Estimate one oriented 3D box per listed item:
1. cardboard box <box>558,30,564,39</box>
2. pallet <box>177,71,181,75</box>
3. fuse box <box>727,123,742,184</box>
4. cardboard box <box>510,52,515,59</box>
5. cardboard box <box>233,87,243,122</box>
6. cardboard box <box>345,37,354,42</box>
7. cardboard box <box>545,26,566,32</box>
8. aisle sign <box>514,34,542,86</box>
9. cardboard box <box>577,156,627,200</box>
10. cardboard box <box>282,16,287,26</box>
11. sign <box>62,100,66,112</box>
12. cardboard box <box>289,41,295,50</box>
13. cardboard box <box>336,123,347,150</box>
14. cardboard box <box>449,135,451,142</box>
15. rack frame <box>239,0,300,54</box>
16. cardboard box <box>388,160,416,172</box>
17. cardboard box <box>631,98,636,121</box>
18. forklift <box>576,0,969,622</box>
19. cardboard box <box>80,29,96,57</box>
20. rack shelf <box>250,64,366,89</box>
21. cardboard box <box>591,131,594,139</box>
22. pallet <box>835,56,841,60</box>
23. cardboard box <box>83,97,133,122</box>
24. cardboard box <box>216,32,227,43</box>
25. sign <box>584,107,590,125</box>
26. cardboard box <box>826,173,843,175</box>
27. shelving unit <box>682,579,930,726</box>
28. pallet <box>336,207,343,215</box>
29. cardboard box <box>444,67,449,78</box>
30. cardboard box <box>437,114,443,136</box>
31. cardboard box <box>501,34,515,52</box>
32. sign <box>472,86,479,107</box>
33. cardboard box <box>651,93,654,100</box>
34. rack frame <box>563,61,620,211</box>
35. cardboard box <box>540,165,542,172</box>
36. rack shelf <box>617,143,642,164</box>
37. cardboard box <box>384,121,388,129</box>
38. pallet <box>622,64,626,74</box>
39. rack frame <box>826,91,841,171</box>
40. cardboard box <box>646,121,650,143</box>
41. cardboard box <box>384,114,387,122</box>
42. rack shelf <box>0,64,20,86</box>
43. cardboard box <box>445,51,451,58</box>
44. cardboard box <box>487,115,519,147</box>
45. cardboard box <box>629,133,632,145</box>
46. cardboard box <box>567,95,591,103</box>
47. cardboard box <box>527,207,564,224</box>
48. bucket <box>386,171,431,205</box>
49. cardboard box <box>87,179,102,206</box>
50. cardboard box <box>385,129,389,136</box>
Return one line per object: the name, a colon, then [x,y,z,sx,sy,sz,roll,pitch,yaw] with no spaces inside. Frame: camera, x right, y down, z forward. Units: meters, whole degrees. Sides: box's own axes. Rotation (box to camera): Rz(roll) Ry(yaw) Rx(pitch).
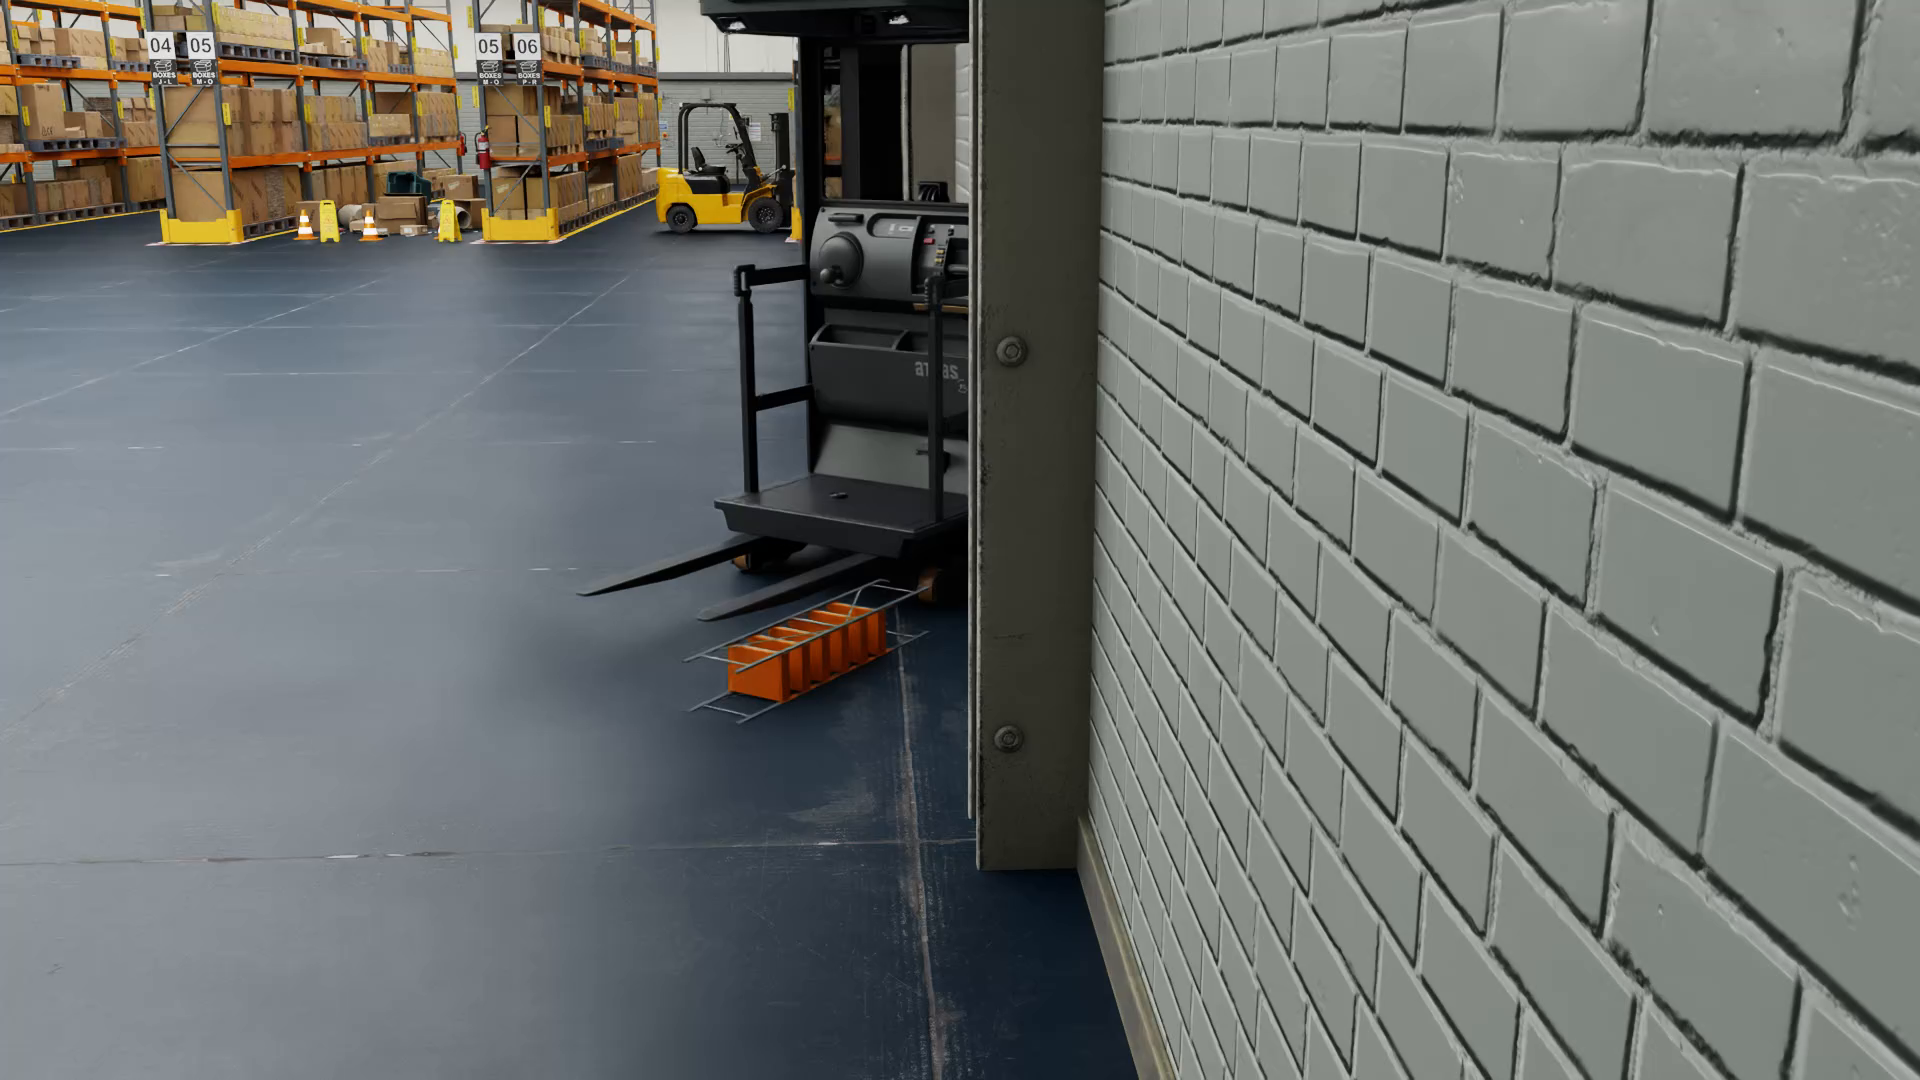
cardboard box: [-6.926,-8.561,28.164,0.380,0.149,0.250,-1,14,-3]
pallet: [-17.635,-10.273,36.297,0.805,0.209,1.217,-1,15,-6]
fuse box: [-6.365,-11.062,47.585,0.539,1.711,0.414,-1,14,-3]
cardboard box: [-7.439,-7.852,27.008,0.380,0.149,0.250,0,14,-2]
cardboard box: [-12.152,-7.031,26.864,0.875,0.550,0.550,-1,14,-3]
cardboard box: [-12.921,-10.485,34.999,0.396,0.266,0.258,-1,14,-3]
cardboard box: [-7.518,-9.271,30.475,0.500,0.250,0.500,-1,14,-2]
aisle sign: [-6.794,-7.557,26.160,0.394,0.787,0.004,-1,14,-3]
cardboard box: [-7.563,-7.646,35.143,0.875,0.875,0.875,-1,14,-4]
cardboard box: [-11.933,-9.022,28.912,0.380,0.149,0.250,-1,14,-4]
sign: [-18.047,-8.696,33.483,0.100,0.325,0.005,-1,14,-3]
cardboard box: [-11.947,-8.699,29.257,0.380,0.149,0.250,-1,14,-4]
cardboard box: [-12.145,-7.761,31.971,0.500,0.500,0.500,-1,14,-3]
cardboard box: [-12.722,-9.863,40.845,0.380,0.149,0.250,-1,14,-4]
rack frame: [-12.289,-10.107,29.249,1.000,3.000,0.127,-1,14,-3]
cardboard box: [-12.486,-8.366,37.191,0.500,0.250,0.500,-1,14,-5]
cardboard box: [-7.533,-9.590,37.071,0.500,0.500,0.500,-1,14,-2]
forklift: [-0.372,-1.275,7.101,1.130,2.935,3.031,9,17,32]
cardboard box: [-17.172,-9.646,32.274,0.500,0.500,0.500,-1,14,-4]
rack shelf: [-12.413,-8.803,31.646,1.077,0.370,4.000,-1,14,-3]
cardboard box: [-7.080,-7.590,31.166,0.380,0.149,0.250,-1,14,-2]
pallet: [-2.468,-8.960,31.195,0.805,0.209,1.217,-1,15,-6]
cardboard box: [-17.523,-8.861,34.234,0.797,0.503,0.637,0,14,-2]
cardboard box: [-11.742,-7.880,26.074,0.380,0.149,0.250,-1,14,-3]
sign: [-6.814,-7.733,30.324,0.100,0.325,0.005,-1,14,-3]
cardboard box: [-2.074,-6.241,28.931,0.500,0.250,0.500,-1,14,-5]
shelving unit: [-0.532,0.390,6.124,0.258,0.189,1.200,9,17,30]
pallet: [-12.491,-6.346,32.268,1.003,0.211,1.213,-1,14,-3]
cardboard box: [-12.701,-11.330,40.325,0.500,0.250,0.500,-1,14,-3]
cardboard box: [-12.659,-9.893,39.657,0.500,0.500,0.500,0,14,-1]
cardboard box: [-7.408,-7.956,26.612,0.500,0.250,0.500,-1,14,-4]
sign: [-7.662,-7.019,26.328,0.100,0.325,0.005,-1,14,-3]
cardboard box: [-7.736,-10.923,40.950,0.380,0.149,0.250,-1,14,-4]
rack frame: [-7.603,-8.298,34.258,1.000,3.000,0.127,-1,14,-3]
cardboard box: [-7.640,-6.669,29.797,0.380,0.149,0.250,-1,14,-3]
rack shelf: [-7.727,-8.447,36.281,1.077,0.370,4.000,-1,14,-3]
cardboard box: [-12.448,-8.866,35.529,0.380,0.149,0.250,-1,14,-4]
pallet: [-7.768,-10.097,35.608,1.003,0.211,1.213,0,14,-1]
rack frame: [-2.401,-7.381,30.693,1.000,3.000,0.127,-1,14,-3]
cardboard box: [-7.670,-9.711,39.549,0.500,0.500,0.500,-1,14,-3]
cardboard box: [-12.455,-9.011,35.497,0.380,0.149,0.250,0,14,-2]
rack shelf: [-17.122,-7.757,27.580,1.077,0.370,4.000,-1,14,-3]
cardboard box: [-12.719,-11.923,40.825,0.380,0.149,0.250,-1,14,-4]
cardboard box: [-7.416,-6.632,26.984,0.500,0.500,0.500,-1,14,-4]
cardboard box: [-7.528,-8.860,36.743,0.500,0.250,0.500,-1,14,-5]
cardboard box: [-7.031,-8.136,30.685,0.380,0.149,0.250,-1,14,-4]
cardboard box: [-6.881,-5.385,27.612,0.500,0.250,0.500,-1,14,-4]
bucket: [-9.980,-6.354,30.222,0.726,0.611,0.620,4,5,16]
cardboard box: [-17.385,-6.844,32.738,0.700,0.500,0.500,-2,15,-8]
cardboard box: [-12.447,-8.722,35.568,0.380,0.149,0.250,-1,14,-3]
